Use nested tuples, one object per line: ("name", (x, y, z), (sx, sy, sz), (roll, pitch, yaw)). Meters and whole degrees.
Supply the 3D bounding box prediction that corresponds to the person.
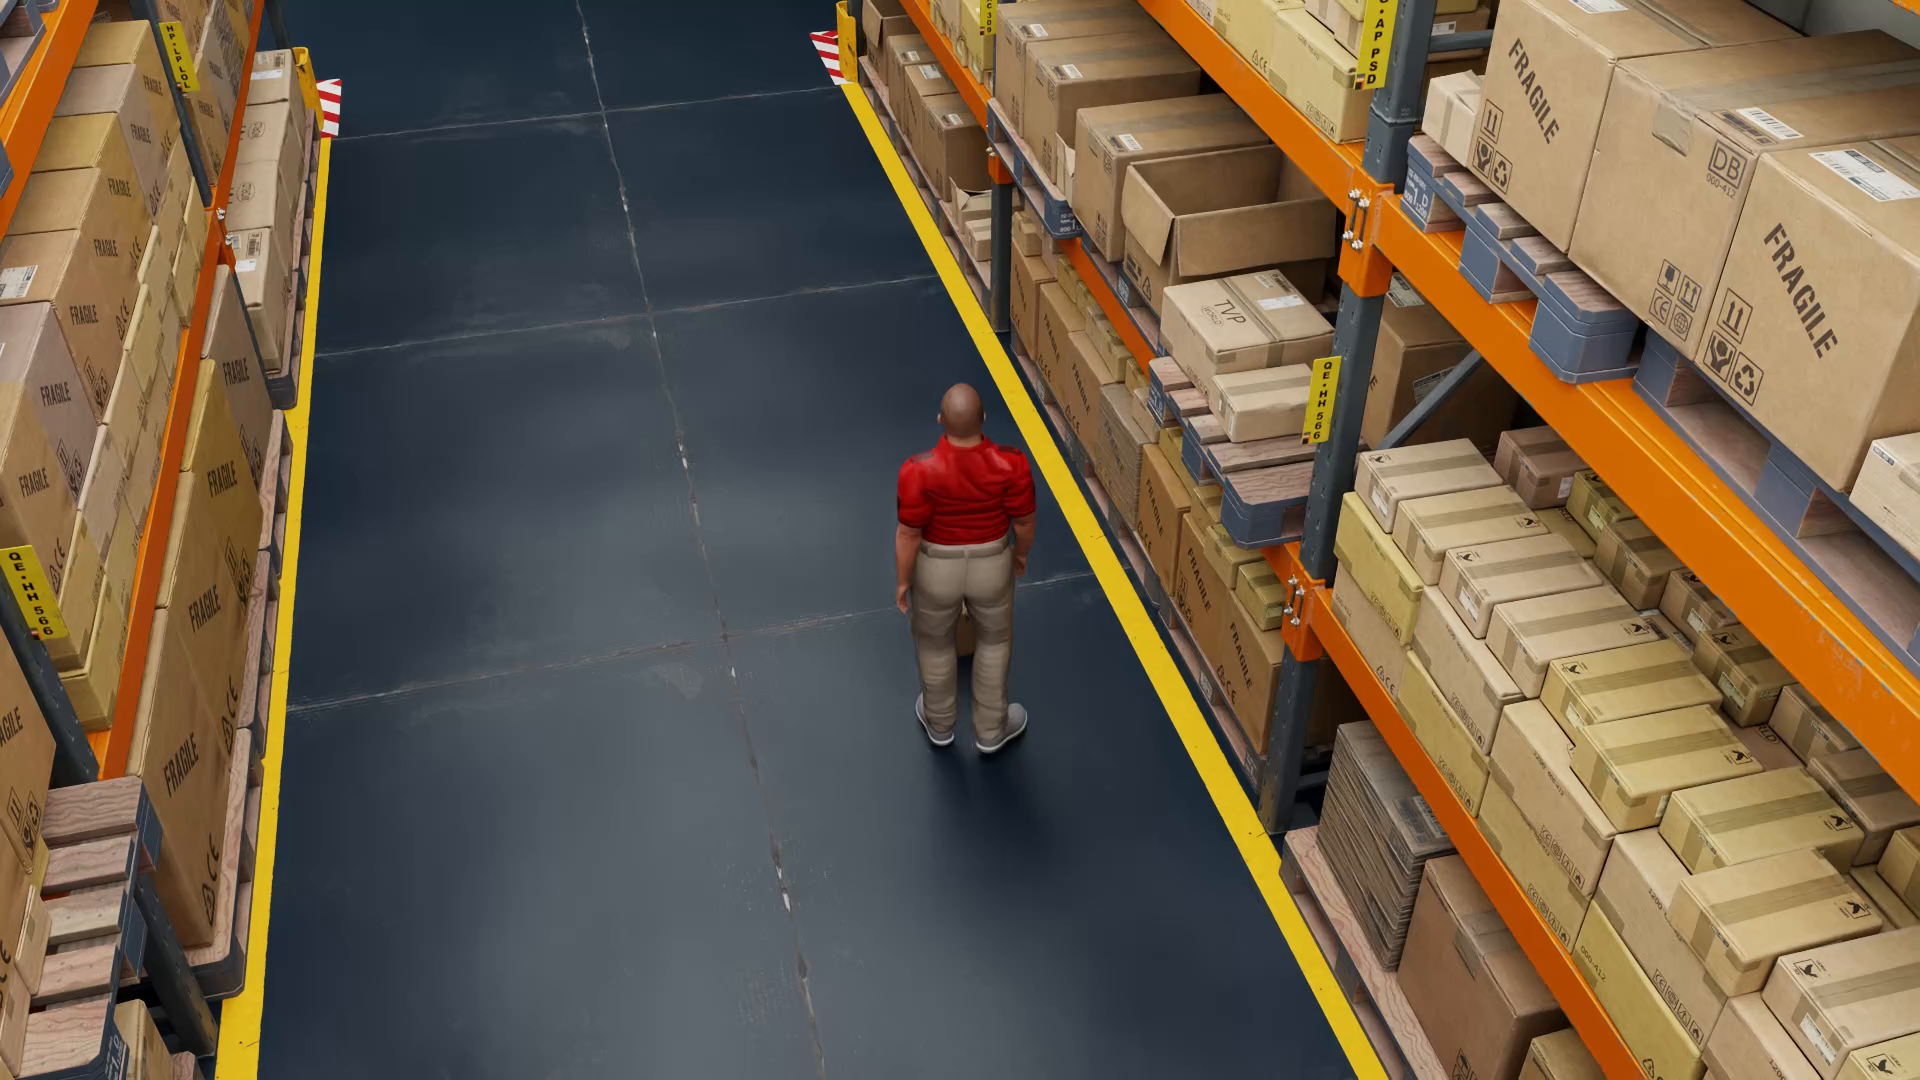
("person", (0.017, 0.118, 6.551), (0.556, 1.727, 0.417), (-5, 38, -6))
